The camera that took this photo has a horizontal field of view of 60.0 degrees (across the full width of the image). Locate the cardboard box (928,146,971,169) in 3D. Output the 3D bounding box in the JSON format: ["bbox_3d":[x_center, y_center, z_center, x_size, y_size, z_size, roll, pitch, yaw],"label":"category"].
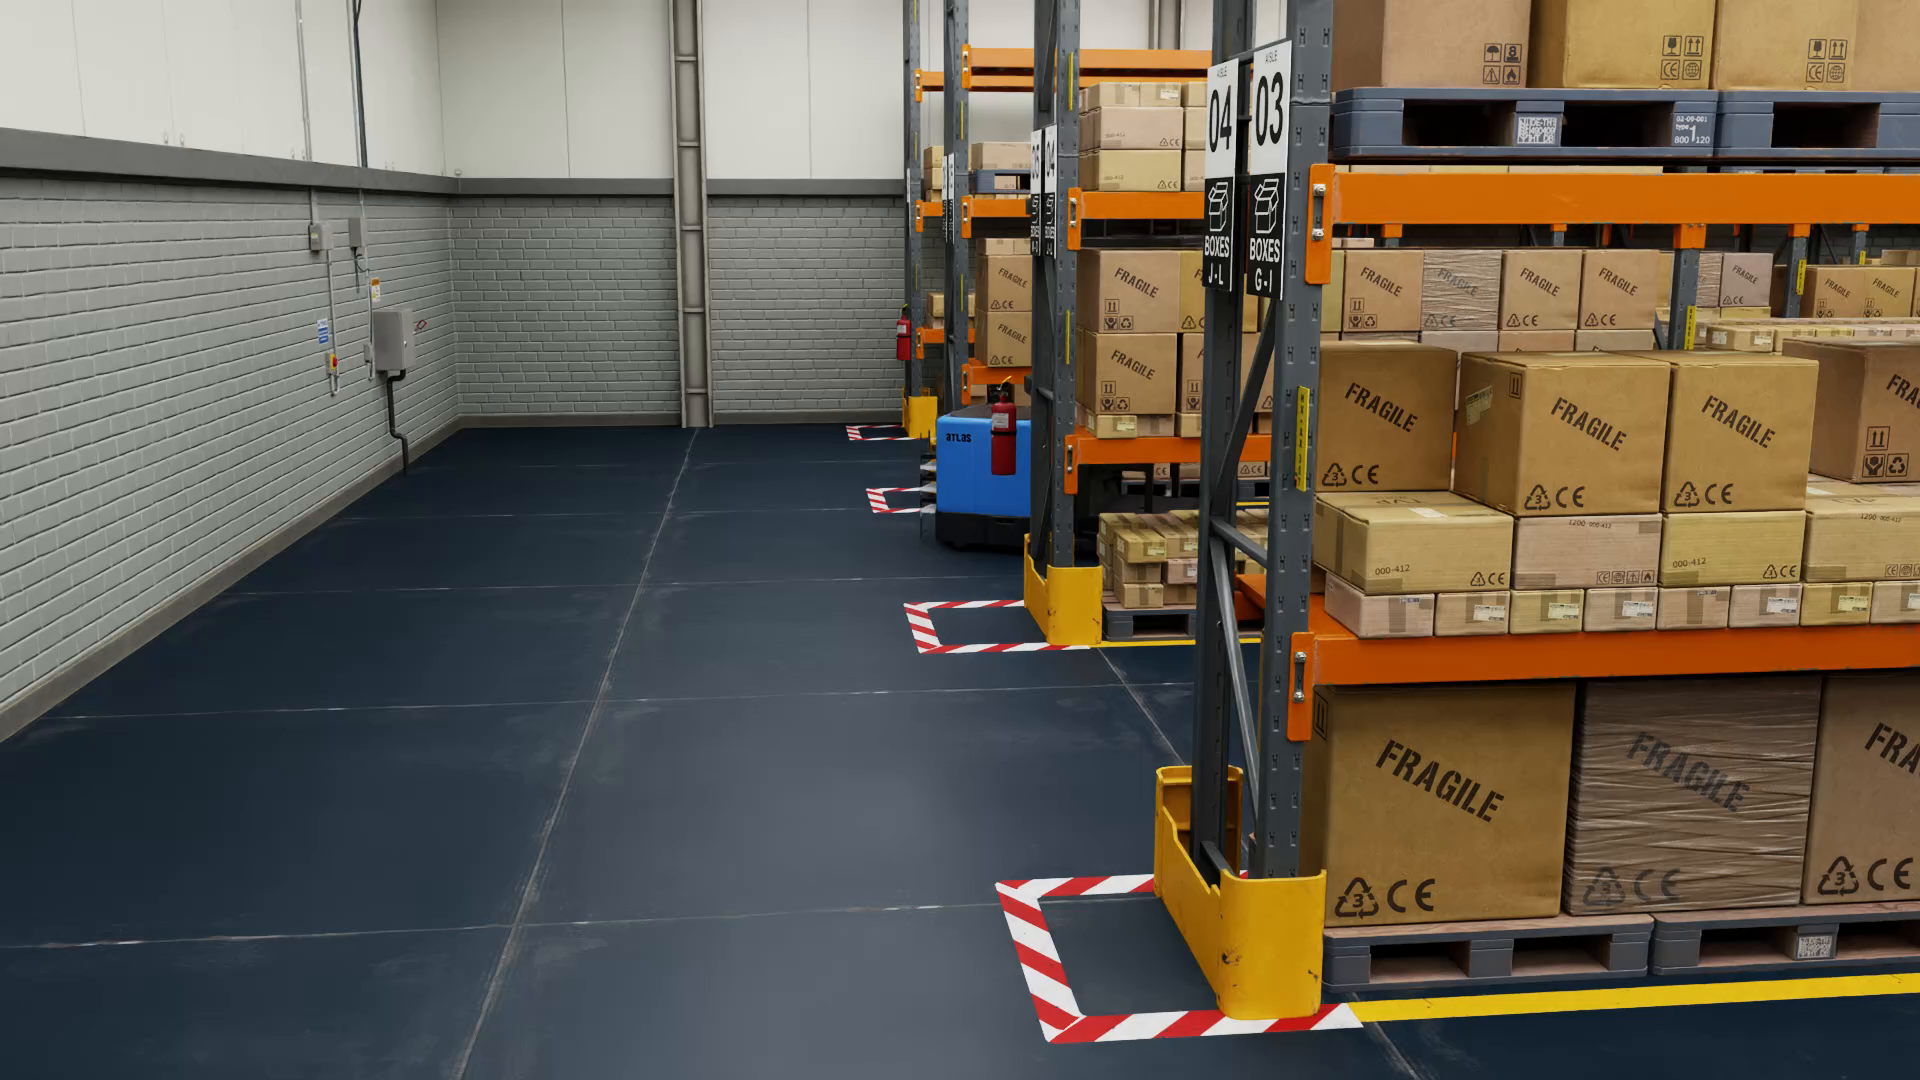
[{"bbox_3d":[-0.111,-4.567,19.869,0.500,0.250,0.500,-1,11,-7],"label":"cardboard box"}]

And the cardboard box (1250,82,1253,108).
[{"bbox_3d":[1.717,-2.718,10.202,0.250,0.149,0.380,-1,11,-5],"label":"cardboard box"}]

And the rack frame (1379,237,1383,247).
[{"bbox_3d":[3.937,-1.949,16.004,0.053,2.616,0.949,-1,11,-6],"label":"rack frame"}]

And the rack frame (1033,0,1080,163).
[{"bbox_3d":[0.596,-3.861,10.180,0.127,3.000,1.000,-1,11,-6],"label":"rack frame"}]

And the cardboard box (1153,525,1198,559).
[{"bbox_3d":[1.414,0.009,10.807,0.250,0.149,0.380,-1,11,-5],"label":"cardboard box"}]

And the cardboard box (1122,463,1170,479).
[{"bbox_3d":[1.515,-0.867,16.056,0.875,0.438,0.875,-1,11,-5],"label":"cardboard box"}]

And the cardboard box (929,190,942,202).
[{"bbox_3d":[-0.237,-4.127,19.960,0.250,0.149,0.380,-1,11,-5],"label":"cardboard box"}]

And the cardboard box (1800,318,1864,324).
[{"bbox_3d":[5.980,-1.442,11.448,0.250,0.149,0.380,-2,11,-8],"label":"cardboard box"}]

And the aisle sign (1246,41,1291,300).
[{"bbox_3d":[0.992,-1.181,5.359,0.004,0.787,0.394,-1,11,-6],"label":"aisle sign"}]

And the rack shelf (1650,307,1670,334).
[{"bbox_3d":[6.444,-2.118,15.960,0.513,0.250,0.513,-1,11,-6],"label":"rack shelf"}]

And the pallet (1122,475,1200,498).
[{"bbox_3d":[1.957,-0.553,16.133,1.213,0.211,1.003,-1,11,-6],"label":"pallet"}]

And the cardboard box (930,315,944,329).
[{"bbox_3d":[-0.223,-2.647,20.210,0.250,0.149,0.380,-1,11,-7],"label":"cardboard box"}]

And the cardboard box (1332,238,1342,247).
[{"bbox_3d":[3.391,-2.754,15.567,0.250,0.149,0.380,-1,11,-5],"label":"cardboard box"}]

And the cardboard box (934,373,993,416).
[{"bbox_3d":[0.039,-1.792,20.591,0.637,0.503,0.797,-2,11,-8],"label":"cardboard box"}]

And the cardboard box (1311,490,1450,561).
[{"bbox_3d":[1.484,-0.098,6.206,0.500,0.250,0.500,-1,11,-7],"label":"cardboard box"}]

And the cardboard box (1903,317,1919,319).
[{"bbox_3d":[6.762,-1.459,11.532,0.250,0.149,0.380,-1,11,-4],"label":"cardboard box"}]

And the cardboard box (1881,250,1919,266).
[{"bbox_3d":[9.510,-2.839,16.732,0.250,0.149,0.380,-2,11,-9],"label":"cardboard box"}]

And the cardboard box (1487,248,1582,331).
[{"bbox_3d":[3.621,-1.613,10.674,0.500,0.500,0.500,-2,11,-8],"label":"cardboard box"}]

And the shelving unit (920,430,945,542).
[{"bbox_3d":[6.041,-1.193,9.443,14.726,4.048,4.052,4,12,19],"label":"shelving unit"}]

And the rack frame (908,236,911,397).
[{"bbox_3d":[-0.579,-2.816,20.415,0.053,2.616,0.949,-1,11,-6],"label":"rack frame"}]

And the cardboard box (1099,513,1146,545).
[{"bbox_3d":[1.095,-0.076,11.239,0.250,0.149,0.380,-1,11,-5],"label":"cardboard box"}]

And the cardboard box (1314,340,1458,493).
[{"bbox_3d":[1.487,-0.465,6.131,0.500,0.500,0.500,-1,11,-5],"label":"cardboard box"}]

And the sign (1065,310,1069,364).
[{"bbox_3d":[0.654,-1.238,10.146,0.005,0.325,0.100,-1,11,-6],"label":"sign"}]

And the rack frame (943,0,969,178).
[{"bbox_3d":[-0.039,-4.808,14.998,0.127,3.000,1.000,-1,11,-6],"label":"rack frame"}]

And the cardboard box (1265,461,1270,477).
[{"bbox_3d":[3.301,-0.904,16.246,0.875,0.438,0.875,-1,11,-7],"label":"cardboard box"}]

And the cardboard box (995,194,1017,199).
[{"bbox_3d":[0.536,-4.125,19.950,0.250,0.149,0.380,-1,11,-5],"label":"cardboard box"}]

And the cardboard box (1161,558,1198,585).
[{"bbox_3d":[1.423,0.173,10.744,0.250,0.149,0.380,-1,11,-6],"label":"cardboard box"}]

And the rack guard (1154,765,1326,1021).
[{"bbox_3d":[1.007,1.263,6.149,0.348,0.500,1.175,-1,11,-6],"label":"rack guard"}]

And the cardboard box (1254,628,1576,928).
[{"bbox_3d":[1.658,0.844,6.220,0.875,0.875,0.875,-1,11,-6],"label":"cardboard box"}]

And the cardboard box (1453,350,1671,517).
[{"bbox_3d":[2.034,-0.373,5.664,0.500,0.500,0.500,-1,11,-7],"label":"cardboard box"}]

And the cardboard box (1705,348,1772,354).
[{"bbox_3d":[5.014,-1.150,10.731,0.250,0.149,0.380,-1,11,-5],"label":"cardboard box"}]

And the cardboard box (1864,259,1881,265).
[{"bbox_3d":[11.700,-3.530,21.334,0.250,0.149,0.380,-1,11,-5],"label":"cardboard box"}]

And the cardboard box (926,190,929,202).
[{"bbox_3d":[-0.286,-4.216,20.413,0.250,0.149,0.380,-1,11,-5],"label":"cardboard box"}]

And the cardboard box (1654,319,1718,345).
[{"bbox_3d":[4.950,-1.421,11.342,0.250,0.149,0.380,-1,11,-3],"label":"cardboard box"}]

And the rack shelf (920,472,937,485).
[{"bbox_3d":[-0.193,-0.509,13.830,0.200,0.077,0.258,4,12,19],"label":"rack shelf"}]

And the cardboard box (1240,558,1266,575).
[{"bbox_3d":[1.923,0.166,10.777,0.250,0.149,0.380,-1,11,-4],"label":"cardboard box"}]

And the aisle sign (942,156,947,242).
[{"bbox_3d":[-0.144,-3.198,15.621,0.004,0.787,0.394,-1,11,-6],"label":"aisle sign"}]

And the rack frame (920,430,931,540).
[{"bbox_3d":[-0.289,-0.460,13.873,0.006,0.900,0.240,4,12,19],"label":"rack frame"}]

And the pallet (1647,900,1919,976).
[{"bbox_3d":[3.027,1.348,6.466,1.213,0.211,1.003,-1,11,-6],"label":"pallet"}]

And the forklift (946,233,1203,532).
[{"bbox_3d":[2.746,-3.035,15.804,9.711,5.209,7.407,4,12,19],"label":"forklift"}]

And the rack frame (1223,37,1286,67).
[{"bbox_3d":[1.030,-2.908,5.334,0.053,2.616,0.949,-1,11,-6],"label":"rack frame"}]

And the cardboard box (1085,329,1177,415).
[{"bbox_3d":[1.072,-1.069,10.499,0.500,0.500,0.500,-1,11,-3],"label":"cardboard box"}]

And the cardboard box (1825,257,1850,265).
[{"bbox_3d":[11.635,-3.644,21.918,0.250,0.149,0.380,-1,11,-6],"label":"cardboard box"}]

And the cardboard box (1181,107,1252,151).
[{"bbox_3d":[1.579,-2.531,10.285,0.500,0.250,0.500,-1,11,-7],"label":"cardboard box"}]

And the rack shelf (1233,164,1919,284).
[{"bbox_3d":[3.019,-1.125,5.902,4.000,0.370,1.077,-1,11,-6],"label":"rack shelf"}]

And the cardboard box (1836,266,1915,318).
[{"bbox_3d":[8.903,-2.410,16.230,0.500,0.500,0.500,-1,11,-3],"label":"cardboard box"}]

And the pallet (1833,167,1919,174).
[{"bbox_3d":[6.228,-2.395,10.986,1.003,0.211,1.213,-1,11,-6],"label":"pallet"}]

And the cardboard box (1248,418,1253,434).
[{"bbox_3d":[1.718,-0.778,10.703,0.250,0.149,0.380,-1,11,-3],"label":"cardboard box"}]

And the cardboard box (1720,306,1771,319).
[{"bbox_3d":[7.460,-2.144,16.092,0.500,0.250,0.500,-1,11,-6],"label":"cardboard box"}]

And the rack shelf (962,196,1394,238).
[{"bbox_3d":[1.949,-3.025,15.569,4.000,0.370,1.077,-1,11,-6],"label":"rack shelf"}]

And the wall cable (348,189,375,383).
[{"bbox_3d":[-5.807,-2.513,16.241,0.122,1.984,0.588,-1,11,-6],"label":"wall cable"}]

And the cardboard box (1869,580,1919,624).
[{"bbox_3d":[3.209,0.177,5.844,0.250,0.149,0.380,-1,11,-5],"label":"cardboard box"}]

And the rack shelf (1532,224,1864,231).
[{"bbox_3d":[9.362,-4.144,21.258,4.000,0.370,1.077,-1,11,-6],"label":"rack shelf"}]

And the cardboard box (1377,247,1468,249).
[{"bbox_3d":[3.079,-1.705,11.145,0.500,0.500,0.500,-1,11,-5],"label":"cardboard box"}]

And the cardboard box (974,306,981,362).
[{"bbox_3d":[0.412,-1.975,15.877,0.500,0.500,0.500,-1,11,-6],"label":"cardboard box"}]
